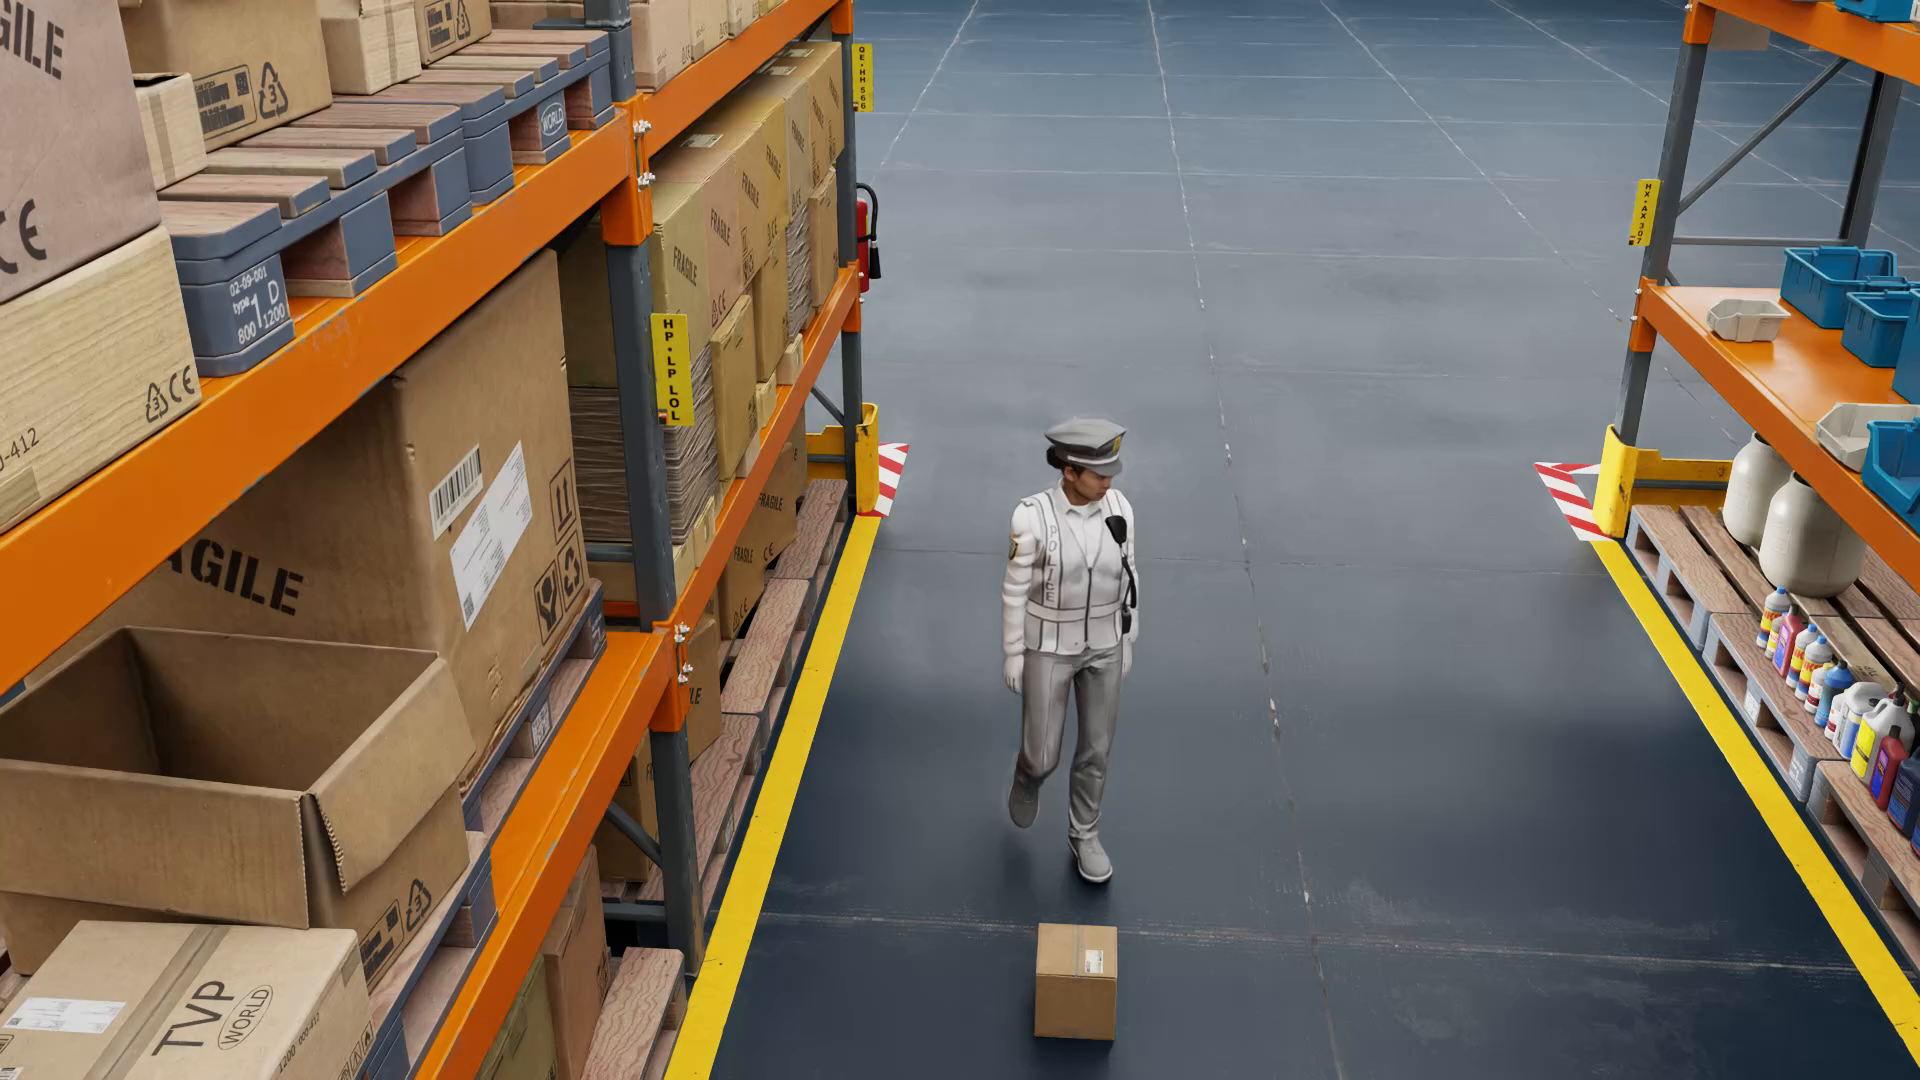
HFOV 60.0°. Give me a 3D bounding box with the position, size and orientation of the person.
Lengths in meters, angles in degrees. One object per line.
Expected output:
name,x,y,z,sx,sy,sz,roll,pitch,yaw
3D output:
person,0.393,0.375,5.732,0.498,1.665,0.488,-8,26,-17
